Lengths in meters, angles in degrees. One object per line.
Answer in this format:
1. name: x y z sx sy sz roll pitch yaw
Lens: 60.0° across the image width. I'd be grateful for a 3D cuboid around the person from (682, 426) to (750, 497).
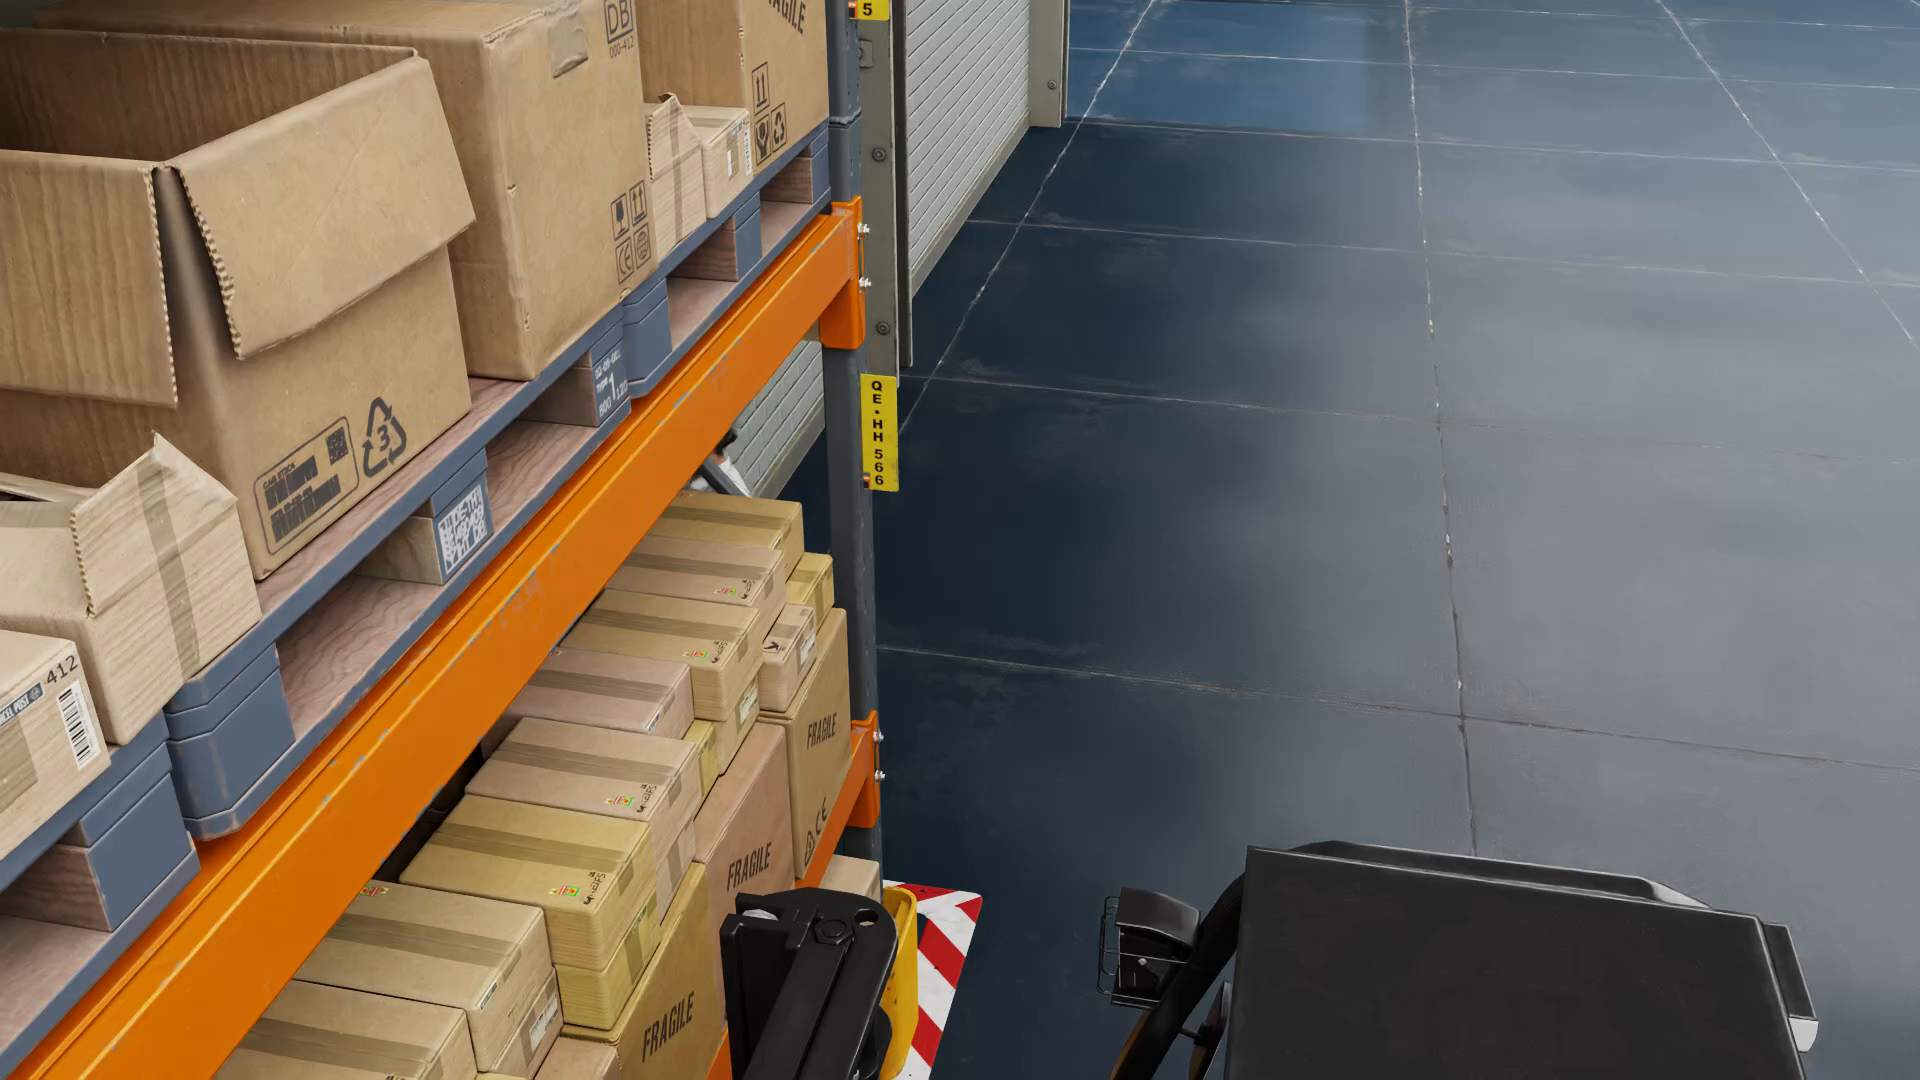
1. person: -0.881 0.257 6.134 0.789 1.639 0.497 -13 32 -23
